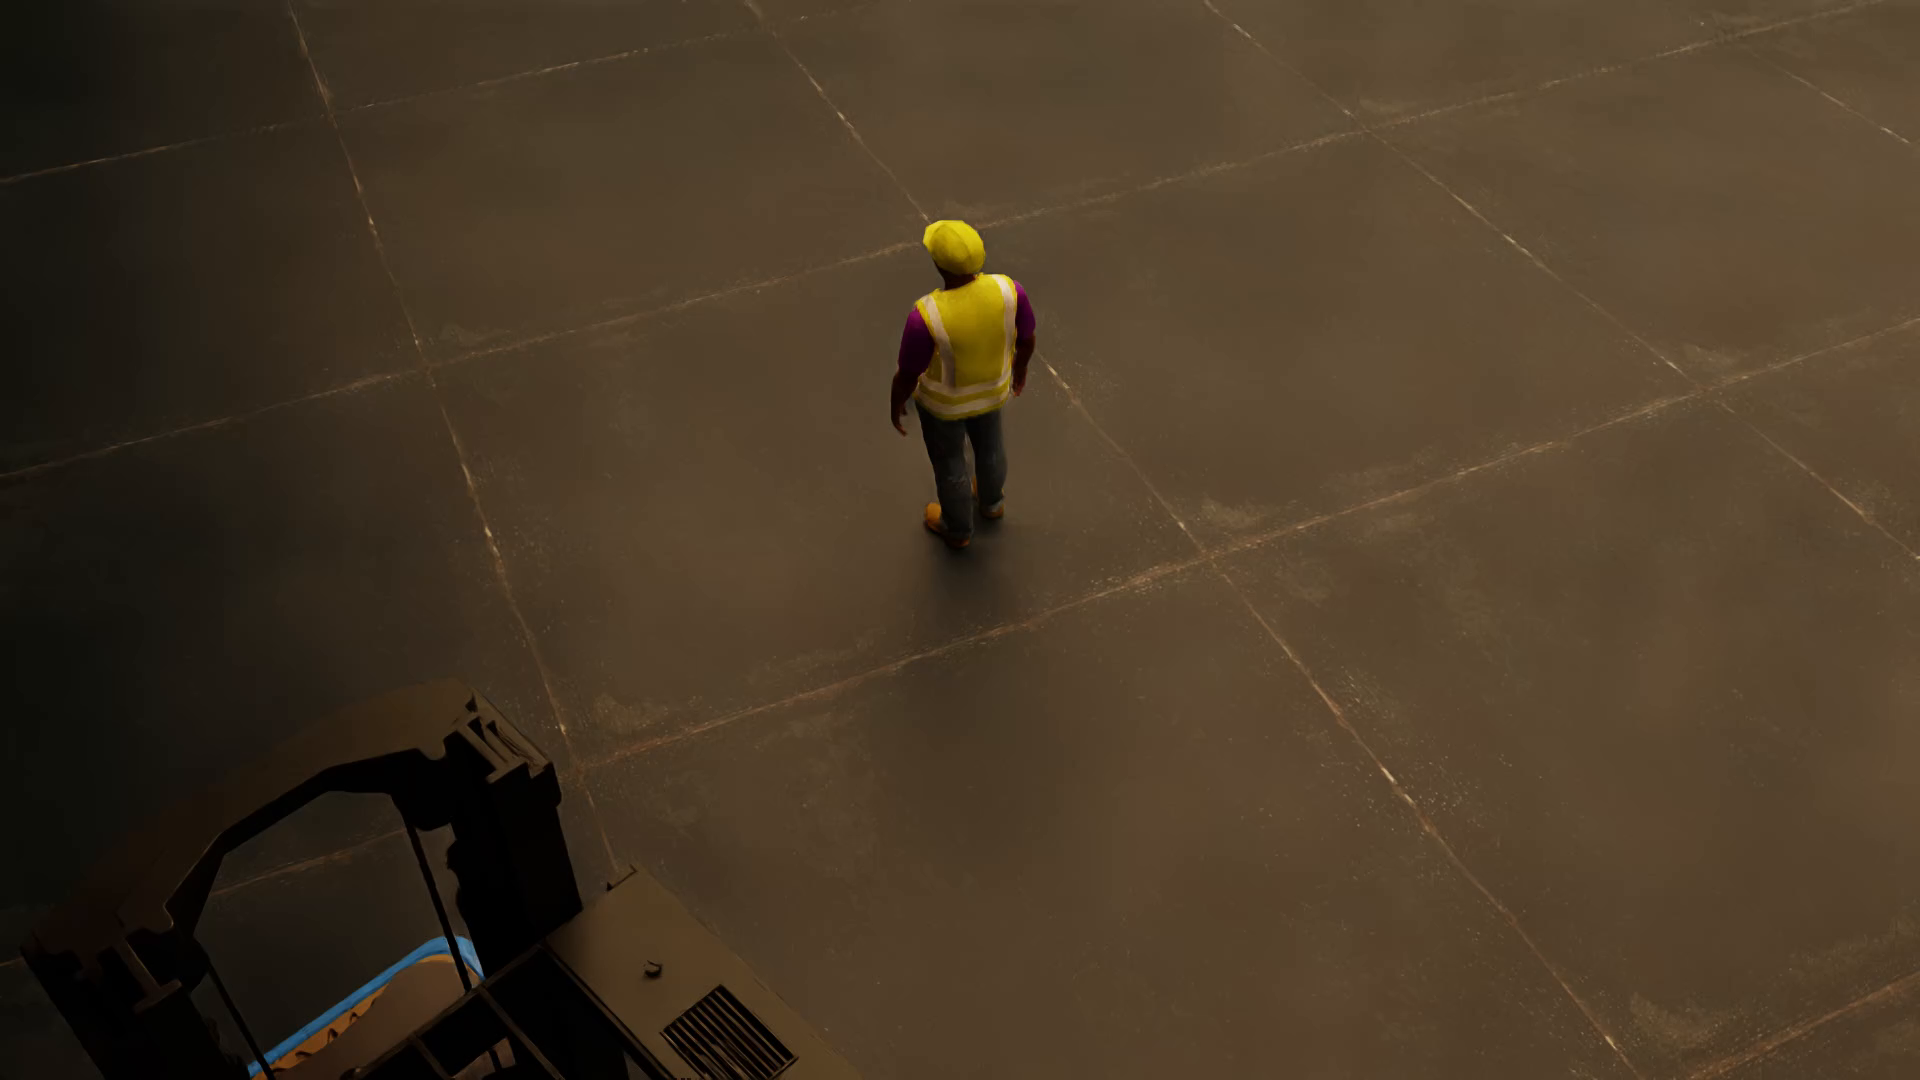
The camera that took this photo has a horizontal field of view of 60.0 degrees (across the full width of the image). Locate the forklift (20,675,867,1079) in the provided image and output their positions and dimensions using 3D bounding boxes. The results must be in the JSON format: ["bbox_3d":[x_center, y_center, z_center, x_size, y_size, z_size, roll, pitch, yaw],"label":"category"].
[{"bbox_3d":[-0.839,1.824,3.726,1.130,2.935,3.031,-34,53,-31],"label":"forklift"}]

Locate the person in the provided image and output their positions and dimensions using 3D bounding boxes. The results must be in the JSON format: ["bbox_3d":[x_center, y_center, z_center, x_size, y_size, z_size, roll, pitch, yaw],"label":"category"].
[{"bbox_3d":[-0.024,-0.696,7.269,0.665,1.766,0.576,-18,46,-18],"label":"person"}]
